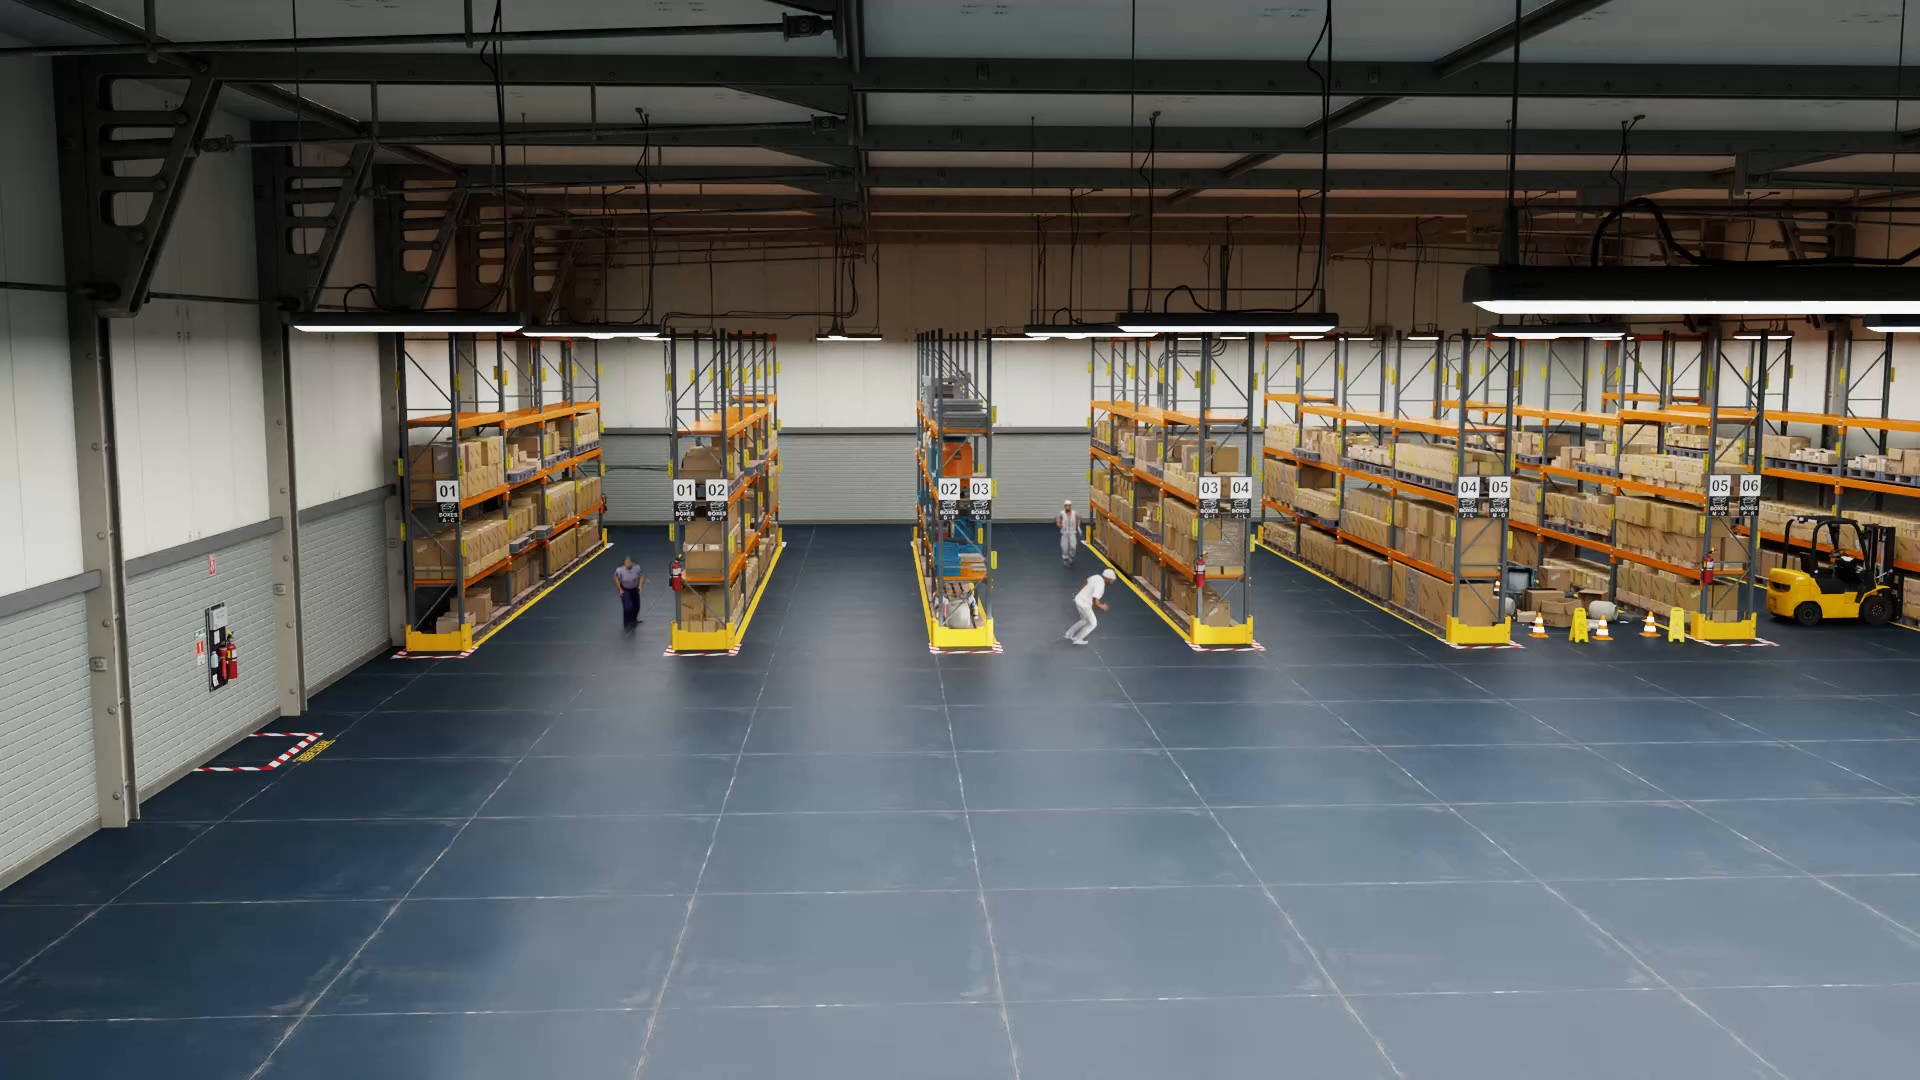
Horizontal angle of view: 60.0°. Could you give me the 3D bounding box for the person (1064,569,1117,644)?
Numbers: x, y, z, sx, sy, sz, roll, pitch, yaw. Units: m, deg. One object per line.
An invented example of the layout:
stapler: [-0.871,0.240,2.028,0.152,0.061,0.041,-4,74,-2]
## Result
person: [2.487,1.271,31.652,0.968,1.477,0.723,0,7,-2]

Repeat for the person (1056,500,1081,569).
person: [2.770,-0.135,42.203,0.651,1.766,0.772,0,7,-2]

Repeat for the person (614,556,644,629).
person: [-6.674,1.037,33.637,0.686,1.522,0.767,-5,8,-34]
